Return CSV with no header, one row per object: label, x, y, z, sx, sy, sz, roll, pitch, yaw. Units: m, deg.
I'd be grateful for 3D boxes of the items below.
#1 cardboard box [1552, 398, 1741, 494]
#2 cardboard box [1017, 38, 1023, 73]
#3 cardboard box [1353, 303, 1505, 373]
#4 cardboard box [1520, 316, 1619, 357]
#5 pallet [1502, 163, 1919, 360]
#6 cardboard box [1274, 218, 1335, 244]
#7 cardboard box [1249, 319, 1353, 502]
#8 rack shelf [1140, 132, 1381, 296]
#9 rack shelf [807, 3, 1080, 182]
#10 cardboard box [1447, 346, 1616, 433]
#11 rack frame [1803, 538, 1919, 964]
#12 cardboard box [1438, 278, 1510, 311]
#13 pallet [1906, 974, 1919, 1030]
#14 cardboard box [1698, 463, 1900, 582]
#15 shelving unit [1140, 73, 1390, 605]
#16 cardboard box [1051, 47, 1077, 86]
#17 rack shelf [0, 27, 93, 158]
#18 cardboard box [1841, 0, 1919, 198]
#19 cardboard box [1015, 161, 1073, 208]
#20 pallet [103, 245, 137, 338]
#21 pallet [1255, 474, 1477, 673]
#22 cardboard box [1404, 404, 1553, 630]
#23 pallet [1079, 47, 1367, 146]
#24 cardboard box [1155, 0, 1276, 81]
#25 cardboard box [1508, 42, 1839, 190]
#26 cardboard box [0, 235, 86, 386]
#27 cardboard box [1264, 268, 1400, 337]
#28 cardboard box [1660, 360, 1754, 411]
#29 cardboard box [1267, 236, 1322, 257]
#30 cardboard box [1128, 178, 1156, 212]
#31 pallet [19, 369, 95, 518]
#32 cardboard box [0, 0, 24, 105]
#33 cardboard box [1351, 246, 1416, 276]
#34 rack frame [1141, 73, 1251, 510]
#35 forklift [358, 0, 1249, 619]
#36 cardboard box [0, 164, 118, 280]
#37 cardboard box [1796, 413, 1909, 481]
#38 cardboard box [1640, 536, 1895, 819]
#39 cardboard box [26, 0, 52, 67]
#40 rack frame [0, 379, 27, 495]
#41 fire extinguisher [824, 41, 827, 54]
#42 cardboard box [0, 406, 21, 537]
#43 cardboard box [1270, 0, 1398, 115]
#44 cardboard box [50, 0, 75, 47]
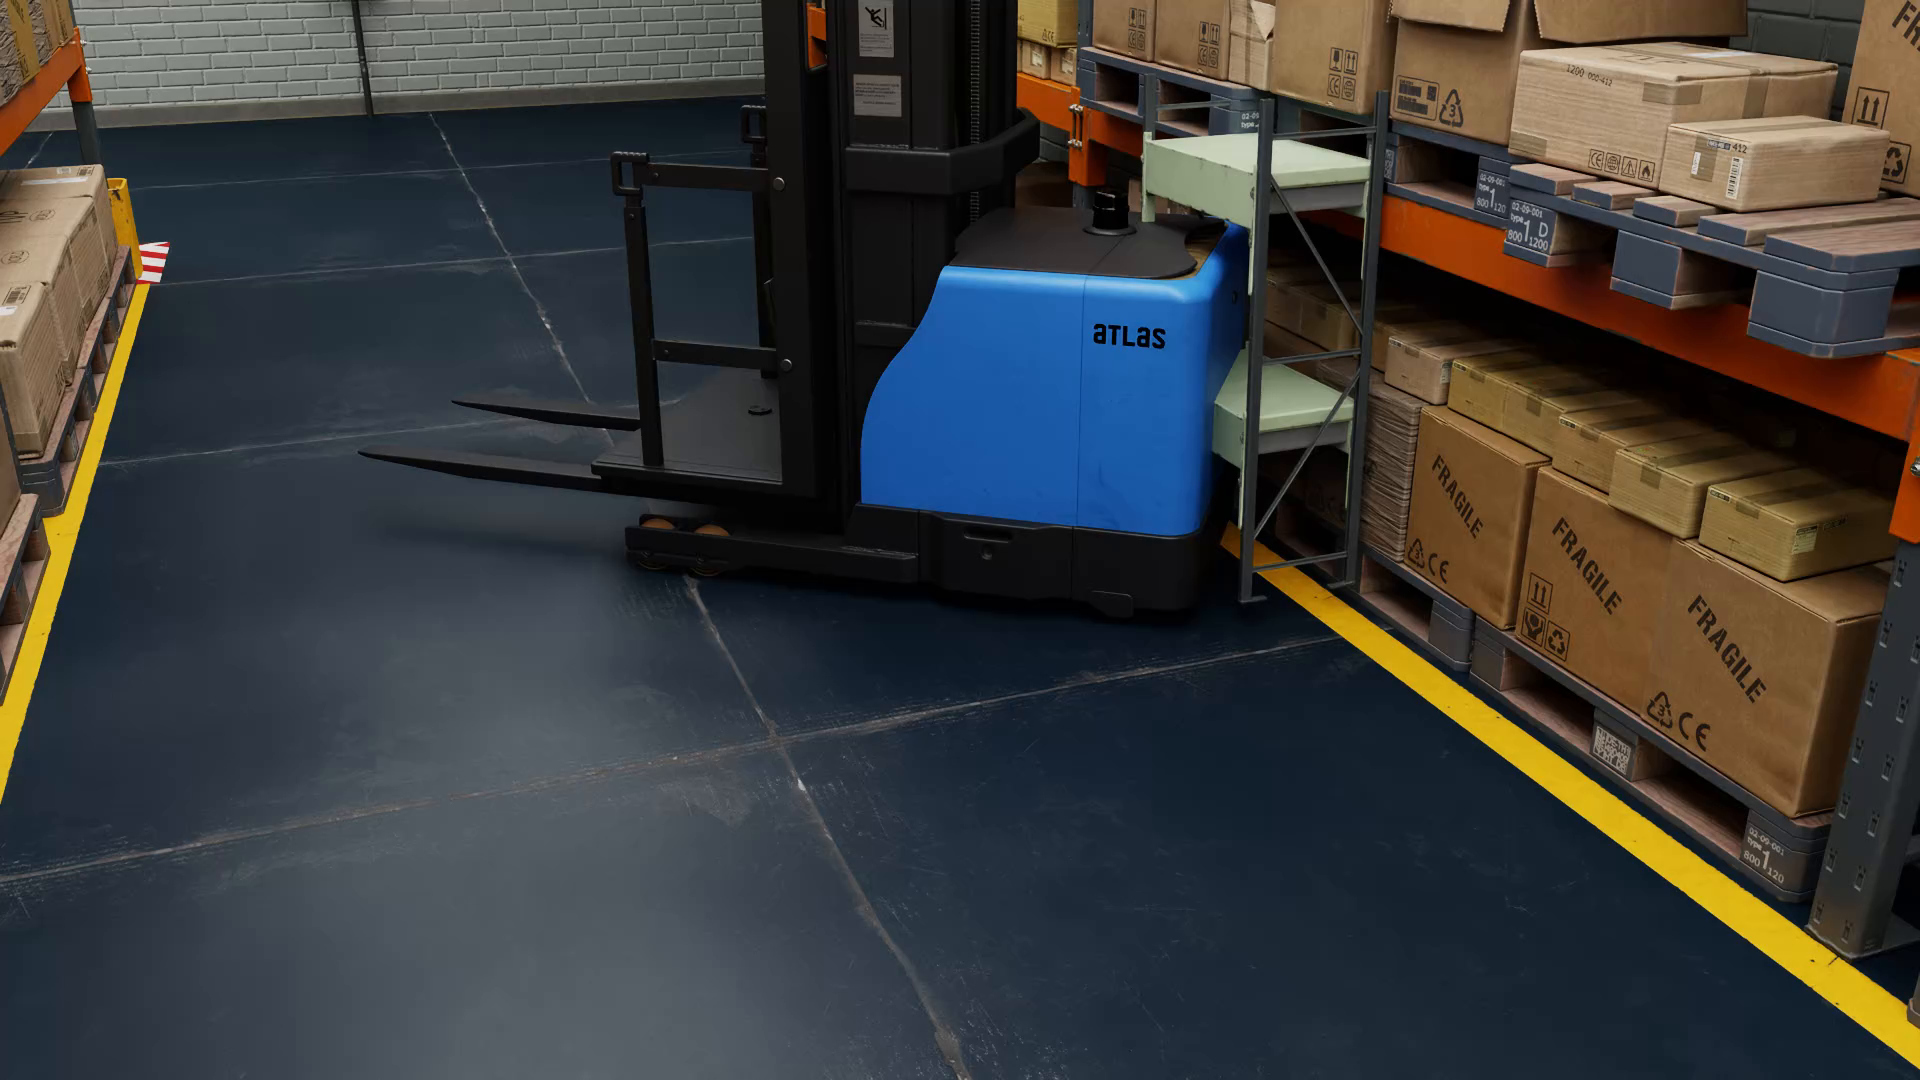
cardboard box,1.773,-0.241,4.303,0.380,0.149,0.250,-9,25,-21
cardboard box,0.373,-2.161,7.339,0.380,0.149,0.250,-8,24,-18
cardboard box,1.469,-0.627,5.217,0.380,0.149,0.250,-8,24,-19
cardboard box,1.962,-0.595,5.142,0.380,0.149,0.250,-8,24,-19
pallet,2.056,-0.708,3.814,1.213,0.211,1.003,-8,24,-19
cardboard box,1.446,-1.164,6.493,0.380,0.149,0.250,-8,24,-19
cardboard box,1.278,-0.474,5.690,0.500,0.500,0.500,-9,25,-21
rack shelf,0.896,-1.020,5.050,0.431,0.370,0.720,-9,23,-18
rack shelf,0.242,-2.408,8.527,1.077,0.370,4.000,-8,24,-19
cardboard box,1.633,-0.434,4.760,0.380,0.149,0.250,-9,24,-20
rack frame,2.361,-0.559,3.215,1.000,3.000,0.127,-8,24,-19
cardboard box,1.845,-0.795,5.616,0.380,0.149,0.250,-8,24,-18
pallet,2.616,1.030,3.034,1.003,0.211,1.213,-8,24,-19
cardboard box,1.950,-0.045,3.837,0.380,0.149,0.250,-10,25,-22
shelving unit,0.904,-0.657,5.194,0.431,1.500,0.755,-9,23,-18
cardboard box,0.599,-1.978,6.905,0.380,0.149,0.250,-8,24,-18
rack shelf,-4.401,-1.726,6.908,1.077,0.370,4.000,-8,24,-19
cardboard box,2.326,-1.008,3.609,0.500,0.500,0.500,-7,24,-17
cardboard box,0.295,-1.580,8.313,0.700,0.500,0.500,-9,25,-21
pallet,-4.751,-1.219,8.371,1.003,0.211,1.213,-8,24,-19
pallet,1.706,0.007,5.463,1.003,0.211,1.213,-8,24,-19
cardboard box,1.657,-0.098,4.799,0.500,0.500,0.500,-7,24,-17
pallet,1.129,-1.619,5.976,1.003,0.211,1.213,-8,24,-19
cardboard box,1.093,-1.858,5.626,0.700,0.500,0.500,-8,24,-18
cardboard box,1.686,-1.023,3.967,0.500,0.250,0.500,-10,25,-21
cardboard box,-4.132,-0.911,6.808,0.875,0.438,0.875,-9,25,-21
cardboard box,1.261,-0.811,5.655,0.380,0.149,0.250,-8,24,-19
cardboard box,2.228,-0.423,4.735,0.380,0.149,0.250,-10,25,-21
cardboard box,1.098,-1.005,6.115,0.380,0.149,0.250,-10,25,-22
cardboard box,0.883,-1.332,6.508,0.380,0.149,0.250,-9,24,-20
pallet,-3.889,-0.333,6.267,1.003,0.211,1.213,-8,24,-19
cardboard box,-3.958,-1.948,6.381,0.500,0.500,0.500,-8,24,-19
cardboard box,1.655,-0.988,6.074,0.380,0.149,0.250,-10,25,-22
rack frame,0.781,-0.781,5.515,0.400,1.500,0.023,-9,23,-18
forklift,-0.602,-1.419,5.343,3.031,2.935,1.130,6,24,15
cardboard box,-4.780,-1.571,8.373,0.875,0.438,0.875,-9,25,-21
cardboard box,2.400,-0.232,4.282,0.380,0.149,0.250,-8,24,-17
cardboard box,2.011,0.275,3.914,0.500,0.500,0.500,-8,24,-17
cardboard box,-4.335,-2.321,7.266,0.500,0.500,0.500,-8,24,-17
rack frame,-3.694,-1.330,5.045,1.000,3.000,0.127,-8,24,-19
fire extinguisher,-0.949,-3.249,10.176,0.296,0.674,0.183,-8,24,-19
cardboard box,-3.400,-0.331,4.867,0.875,0.875,0.875,-8,24,-17
cardboard box,1.370,-1.573,4.950,0.700,0.500,0.500,-8,24,-19
cardboard box,-4.689,-2.691,8.144,0.500,0.500,0.500,-8,24,-19
